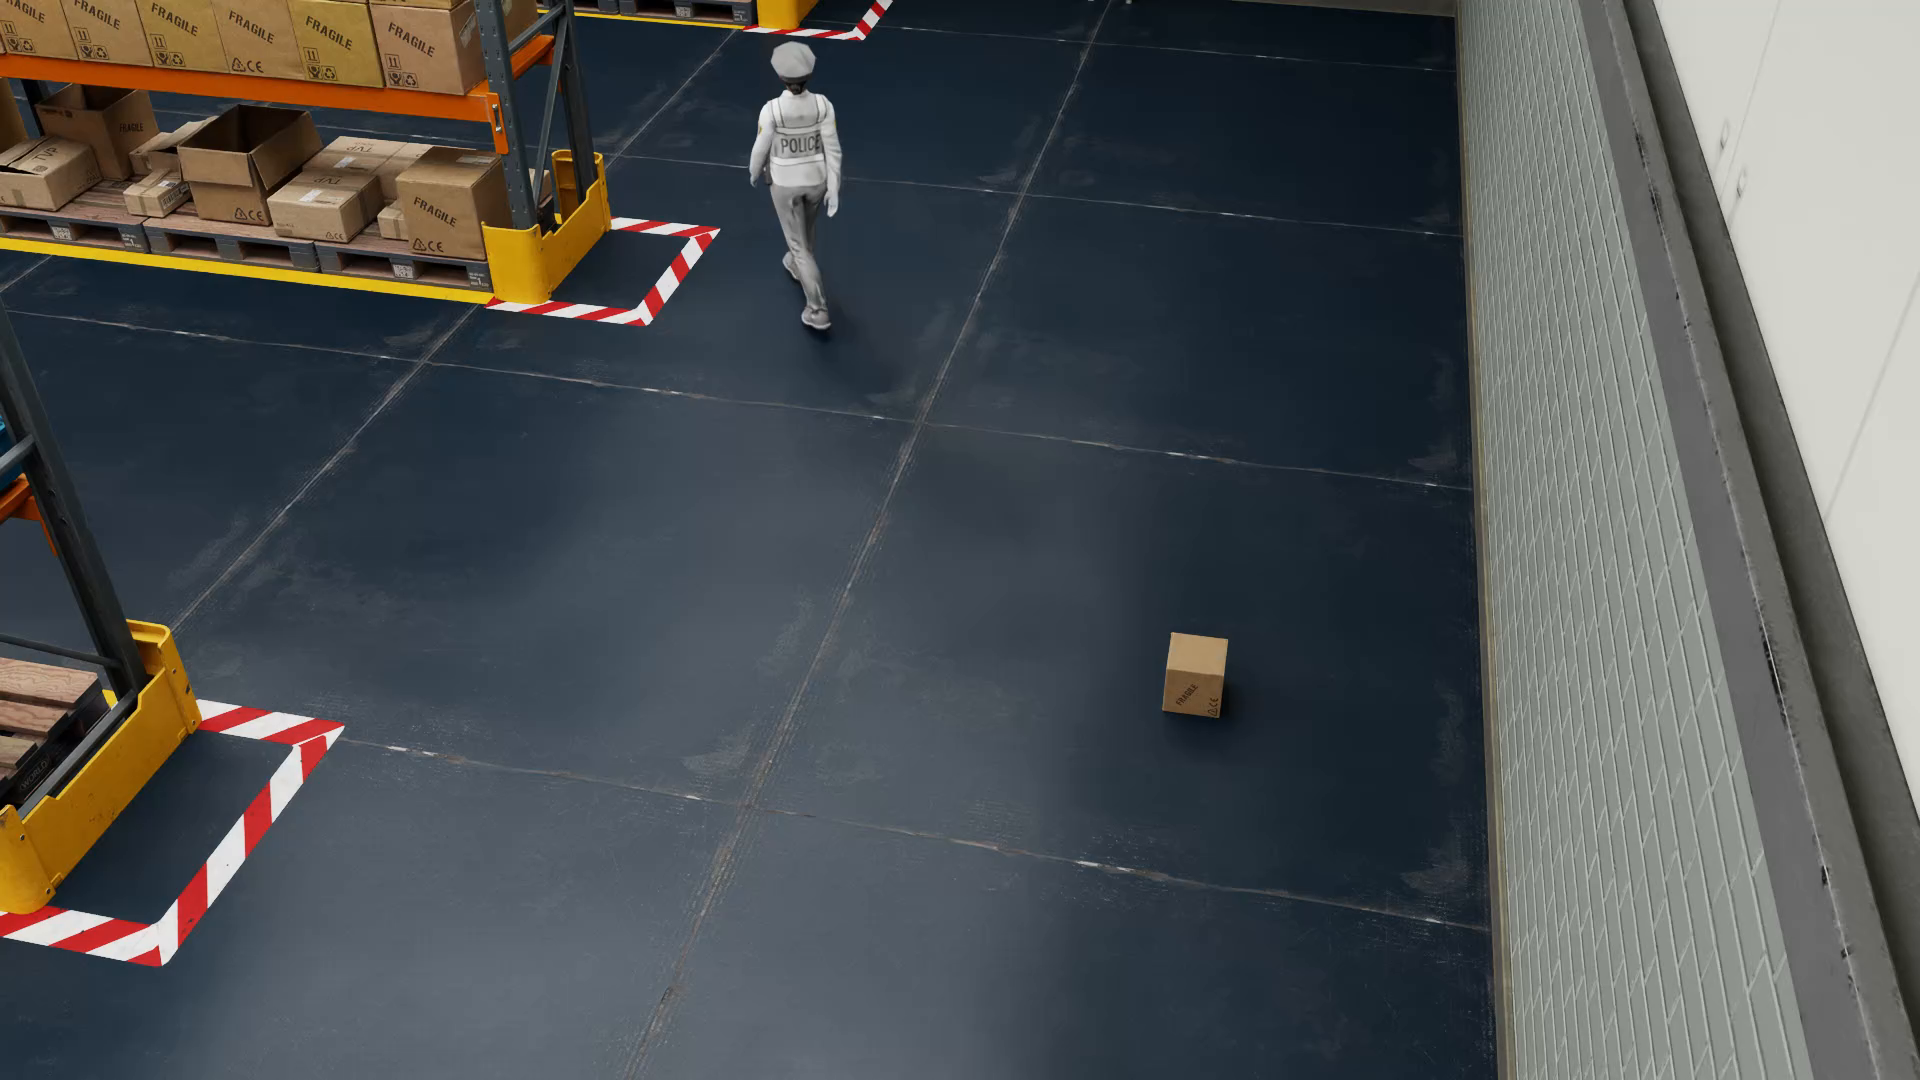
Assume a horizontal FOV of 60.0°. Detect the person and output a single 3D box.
[{"bbox_3d":[-0.984,-2.141,9.785,0.480,1.631,0.990,-17,40,-21],"label":"person"}]
